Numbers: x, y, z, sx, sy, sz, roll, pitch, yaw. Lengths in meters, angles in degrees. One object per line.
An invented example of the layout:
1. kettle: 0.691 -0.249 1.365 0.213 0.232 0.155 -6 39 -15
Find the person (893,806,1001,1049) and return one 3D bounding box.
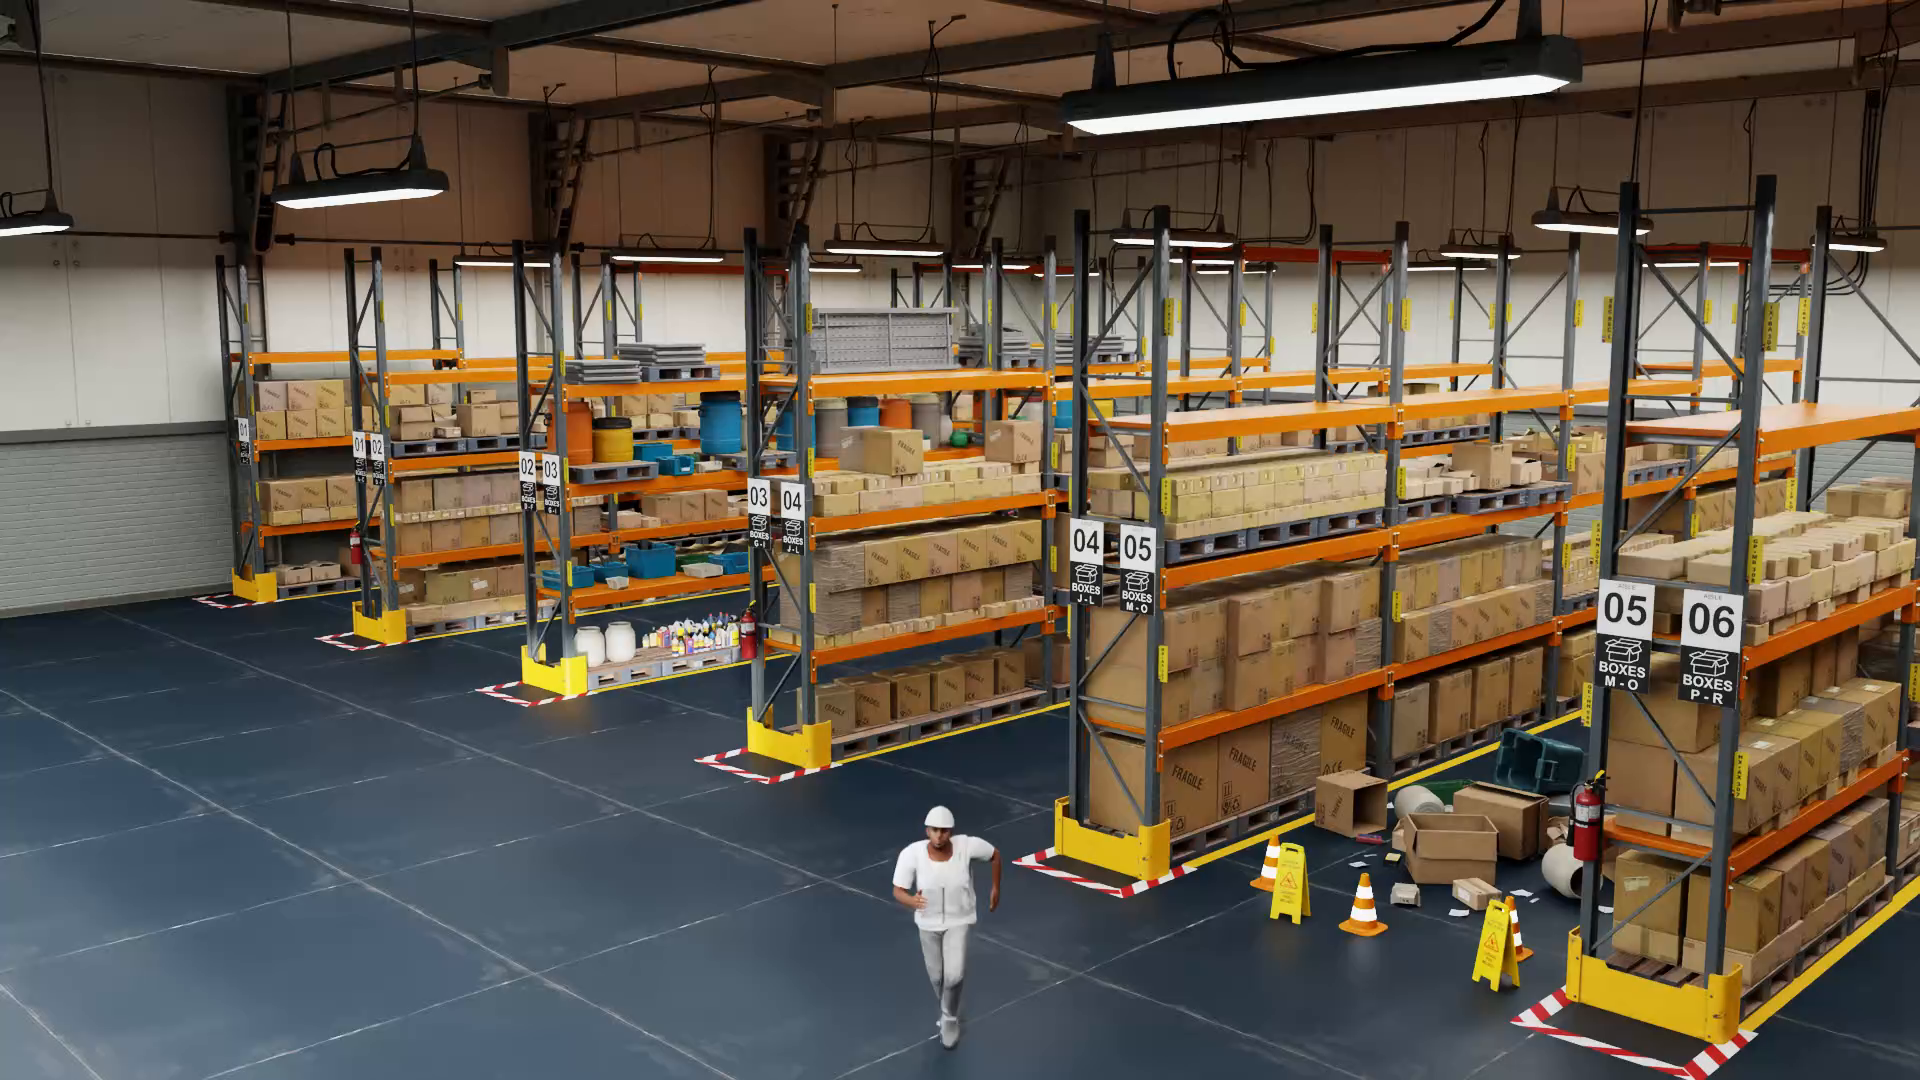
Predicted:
1. person: -0.093 2.670 11.548 0.735 1.735 0.794 1 8 5

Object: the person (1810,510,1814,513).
1. person: 13.915 0.377 27.482 0.967 1.770 0.698 2 8 12
